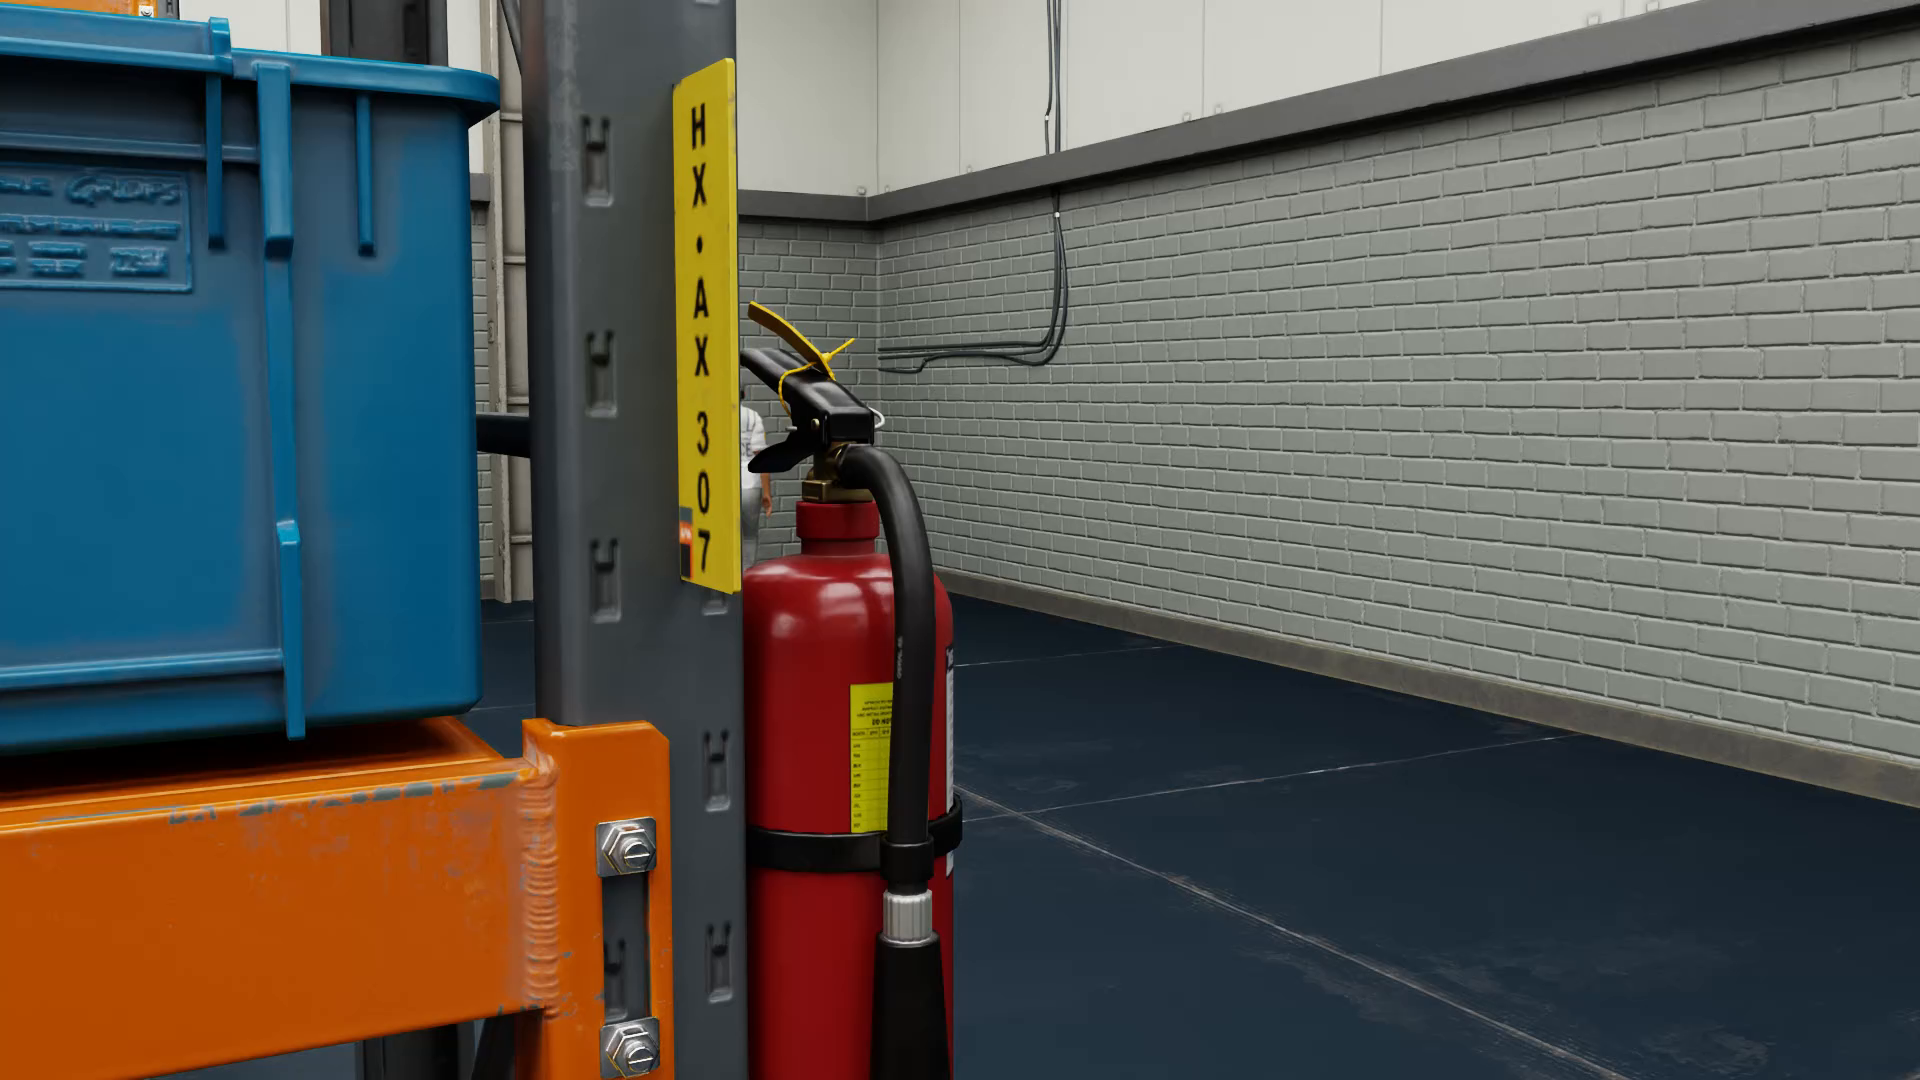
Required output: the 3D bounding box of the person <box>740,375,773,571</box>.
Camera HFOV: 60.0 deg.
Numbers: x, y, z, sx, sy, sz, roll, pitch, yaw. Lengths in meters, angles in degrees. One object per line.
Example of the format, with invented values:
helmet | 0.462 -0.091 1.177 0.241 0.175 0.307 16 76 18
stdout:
person | -1.581 -0.298 11.460 0.523 1.711 0.709 -1 5 -15
